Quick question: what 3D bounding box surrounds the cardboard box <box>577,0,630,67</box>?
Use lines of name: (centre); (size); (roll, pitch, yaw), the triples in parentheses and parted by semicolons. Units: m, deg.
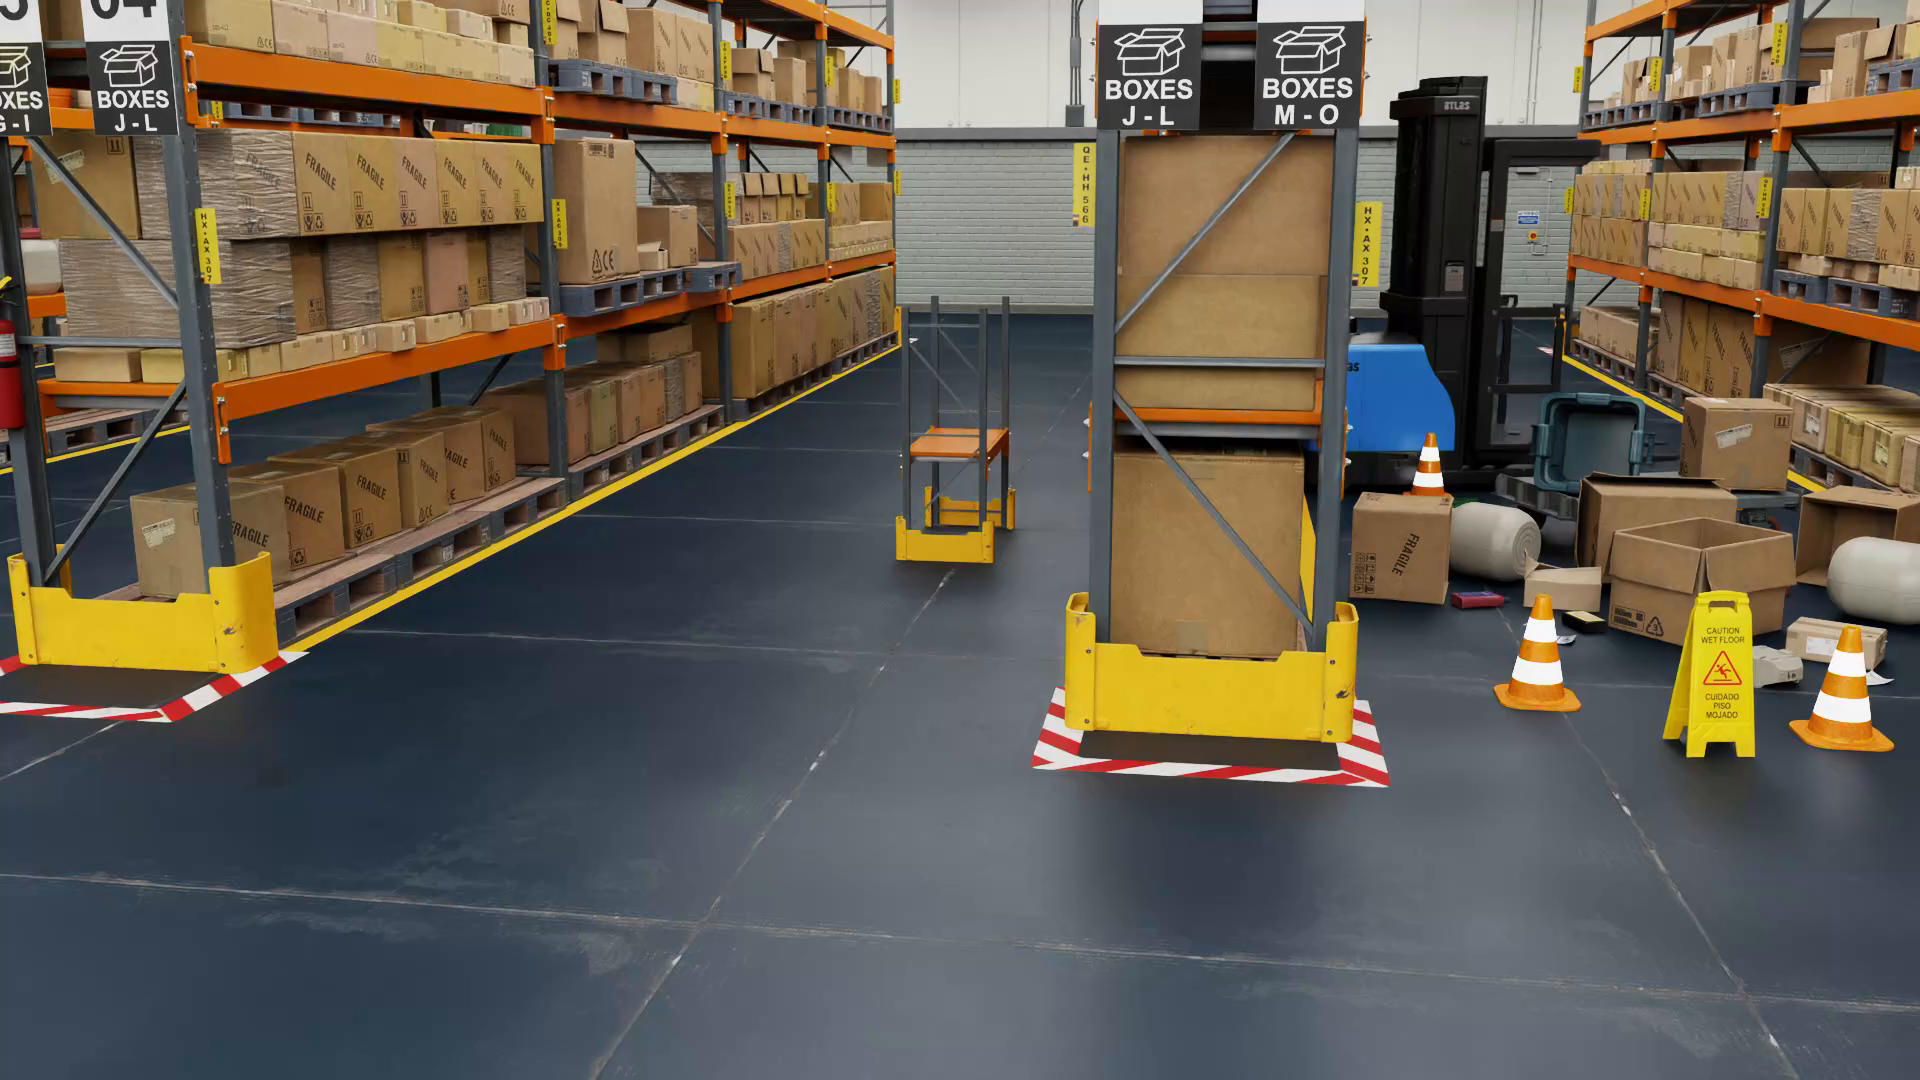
cardboard box: (-2.922, -3.734, 12.338); (0.797, 0.503, 0.637); (2, 12, 11)

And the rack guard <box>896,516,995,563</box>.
rack guard: (-0.088, -0.003, 9.912); (0.587, 0.250, 0.087); (2, 12, 9)

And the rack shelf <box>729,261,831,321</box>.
rack shelf: (-2.313, -2.618, 17.231); (1.077, 0.370, 4.000); (2, 12, 9)

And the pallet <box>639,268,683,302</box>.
pallet: (-2.885, -2.047, 13.325); (1.003, 0.211, 1.213); (2, 12, 9)

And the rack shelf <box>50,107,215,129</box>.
rack shelf: (-7.822, -3.413, 13.796); (1.077, 0.370, 4.000); (2, 12, 9)

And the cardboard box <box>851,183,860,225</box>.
cardboard box: (-1.520, -4.127, 20.394); (0.500, 0.500, 0.500); (1, 12, 7)

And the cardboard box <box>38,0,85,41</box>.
cardboard box: (-4.028, -2.390, 7.699); (0.500, 0.250, 0.500); (2, 12, 10)

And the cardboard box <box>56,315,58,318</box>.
cardboard box: (-11.986, -2.829, 21.390); (0.500, 0.500, 0.500); (2, 12, 9)

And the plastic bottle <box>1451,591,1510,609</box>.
plastic bottle: (2.779, 0.318, 8.873); (0.283, 0.061, 0.133); (-2, 12, -11)

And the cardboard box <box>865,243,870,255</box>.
cardboard box: (-1.355, -3.693, 21.107); (0.380, 0.149, 0.250); (2, 12, 10)

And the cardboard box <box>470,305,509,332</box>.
cardboard box: (-3.052, -1.386, 10.403); (0.380, 0.149, 0.250); (2, 12, 9)

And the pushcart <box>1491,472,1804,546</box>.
pushcart: (4.296, -0.182, 10.440); (1.648, 0.377, 0.936); (-2, 12, -11)

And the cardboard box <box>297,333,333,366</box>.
cardboard box: (-3.443, -0.973, 8.484); (0.380, 0.149, 0.250); (2, 12, 9)

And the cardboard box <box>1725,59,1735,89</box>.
cardboard box: (7.038, -4.137, 14.770); (0.396, 0.266, 0.258); (2, 12, 7)

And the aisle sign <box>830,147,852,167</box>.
aisle sign: (-1.676, -5.515, 22.791); (0.394, 0.787, 0.004); (2, 12, 9)

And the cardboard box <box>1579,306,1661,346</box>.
cardboard box: (8.399, -2.710, 21.034); (0.875, 0.438, 0.875); (1, 12, 7)

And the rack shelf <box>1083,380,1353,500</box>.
rack shelf: (1.342, -0.771, 8.660); (1.077, 0.370, 4.000); (2, 12, 9)

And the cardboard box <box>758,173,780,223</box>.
cardboard box: (-2.292, -3.520, 17.088); (0.797, 0.503, 0.637); (2, 12, 10)

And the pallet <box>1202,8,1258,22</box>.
pallet: (1.324, -2.539, 8.246); (1.003, 0.211, 1.213); (2, 12, 9)

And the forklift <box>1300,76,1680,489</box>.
forklift: (3.997, -1.888, 12.296); (3.031, 2.935, 1.130); (-1, 12, -3)

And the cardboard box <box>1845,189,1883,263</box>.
cardboard box: (6.641, -2.223, 11.747); (0.500, 0.500, 0.500); (1, 12, 7)

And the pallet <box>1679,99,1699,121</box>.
pallet: (7.694, -4.246, 16.408); (0.805, 0.209, 1.217); (1, 12, 6)

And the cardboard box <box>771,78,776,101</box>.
cardboard box: (-2.263, -4.789, 17.690); (0.500, 0.311, 0.500); (1, 12, 7)

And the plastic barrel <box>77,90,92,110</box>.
plastic barrel: (-7.479, -3.841, 14.403); (0.301, 0.262, 0.301); (0, 12, 0)

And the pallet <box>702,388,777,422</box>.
pallet: (-2.425, -1.352, 16.267); (1.003, 0.211, 1.213); (2, 12, 9)

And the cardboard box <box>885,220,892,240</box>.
cardboard box: (-1.202, -4.182, 22.427); (0.500, 0.250, 0.500); (2, 12, 8)

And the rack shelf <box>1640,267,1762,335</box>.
rack shelf: (7.479, -2.297, 15.741); (1.077, 0.370, 4.000); (2, 12, 9)

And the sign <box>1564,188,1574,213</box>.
sign: (7.854, -4.379, 21.450); (0.100, 0.325, 0.005); (2, 12, 9)

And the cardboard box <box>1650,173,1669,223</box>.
cardboard box: (7.435, -3.521, 17.099); (0.500, 0.500, 0.500); (2, 12, 9)

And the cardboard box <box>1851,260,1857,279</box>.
cardboard box: (6.746, -1.971, 12.118); (0.380, 0.149, 0.250); (2, 12, 11)

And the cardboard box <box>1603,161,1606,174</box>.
cardboard box: (7.860, -4.418, 19.724); (0.380, 0.149, 0.250); (2, 12, 9)

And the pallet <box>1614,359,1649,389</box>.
pallet: (7.981, -1.858, 18.613); (1.003, 0.211, 1.213); (2, 12, 9)

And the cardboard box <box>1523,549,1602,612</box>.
cardboard box: (3.205, 0.215, 8.867); (0.396, 0.266, 0.258); (4, 13, 18)

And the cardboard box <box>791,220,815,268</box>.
cardboard box: (-1.890, -3.226, 18.107); (0.500, 0.500, 0.500); (2, 12, 10)

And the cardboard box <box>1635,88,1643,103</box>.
cardboard box: (7.609, -4.861, 18.173); (0.380, 0.149, 0.250); (2, 12, 10)

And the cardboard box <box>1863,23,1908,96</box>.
cardboard box: (6.965, -3.431, 11.929); (0.797, 0.503, 0.637); (2, 12, 9)

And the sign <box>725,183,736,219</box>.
sign: (-2.083, -3.065, 15.037); (0.100, 0.325, 0.005); (2, 12, 9)

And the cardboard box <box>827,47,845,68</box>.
cardboard box: (-1.711, -5.935, 20.541); (0.500, 0.250, 0.500); (1, 12, 7)

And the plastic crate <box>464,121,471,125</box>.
plastic crate: (-6.791, -5.506, 21.951); (0.504, 0.338, 0.767); (2, 12, 9)

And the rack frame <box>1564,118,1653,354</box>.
rack frame: (8.402, -3.898, 21.461); (1.000, 3.000, 0.127); (2, 12, 9)

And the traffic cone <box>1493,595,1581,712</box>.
traffic cone: (2.519, 0.469, 7.219); (0.336, 0.463, 0.334); (2, 12, 9)

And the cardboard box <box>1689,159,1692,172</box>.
cardboard box: (8.113, -4.086, 18.182); (0.380, 0.149, 0.250); (2, 12, 8)

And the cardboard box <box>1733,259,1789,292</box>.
cardboard box: (6.993, -2.273, 14.276); (0.500, 0.250, 0.500); (1, 12, 7)

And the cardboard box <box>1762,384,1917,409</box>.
cardboard box: (7.075, -1.036, 13.421); (0.950, 0.372, 0.625); (1, 12, 5)

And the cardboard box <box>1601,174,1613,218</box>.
cardboard box: (7.827, -4.026, 19.443); (0.500, 0.500, 0.500); (2, 12, 9)

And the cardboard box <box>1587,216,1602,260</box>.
cardboard box: (7.898, -3.645, 20.048); (0.500, 0.500, 0.500); (2, 12, 8)

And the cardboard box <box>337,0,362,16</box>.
cardboard box: (-3.346, -2.796, 8.636); (0.380, 0.149, 0.250); (1, 12, 6)

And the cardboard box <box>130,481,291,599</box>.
cardboard box: (-3.738, -0.001, 8.315); (0.500, 0.500, 0.500); (4, 13, 19)

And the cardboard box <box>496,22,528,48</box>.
cardboard box: (-3.000, -3.232, 10.660); (0.380, 0.149, 0.250); (2, 12, 10)

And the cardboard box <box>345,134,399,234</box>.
cardboard box: (-3.338, -1.885, 8.804); (0.500, 0.500, 0.500); (2, 12, 9)

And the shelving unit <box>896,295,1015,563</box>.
shelving unit: (-0.012, -0.717, 10.262); (0.587, 1.500, 1.083); (2, 12, 9)

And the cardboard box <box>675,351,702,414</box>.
cardboard box: (-2.704, -1.407, 14.790); (0.700, 0.500, 0.500); (1, 12, 6)

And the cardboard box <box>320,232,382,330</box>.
cardboard box: (-3.661, -1.407, 8.958); (0.875, 0.500, 0.500); (2, 12, 9)

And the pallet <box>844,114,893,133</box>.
pallet: (-1.494, -5.487, 21.926); (1.003, 0.211, 1.213); (2, 12, 9)

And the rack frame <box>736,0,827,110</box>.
rack frame: (-2.005, -6.319, 18.455); (1.000, 3.000, 0.127); (2, 12, 9)

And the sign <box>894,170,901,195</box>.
sign: (-0.856, -4.880, 22.709); (0.100, 0.325, 0.005); (2, 12, 9)

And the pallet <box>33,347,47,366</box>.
pallet: (-11.881, -2.174, 20.082); (1.003, 0.211, 1.213); (2, 12, 9)
